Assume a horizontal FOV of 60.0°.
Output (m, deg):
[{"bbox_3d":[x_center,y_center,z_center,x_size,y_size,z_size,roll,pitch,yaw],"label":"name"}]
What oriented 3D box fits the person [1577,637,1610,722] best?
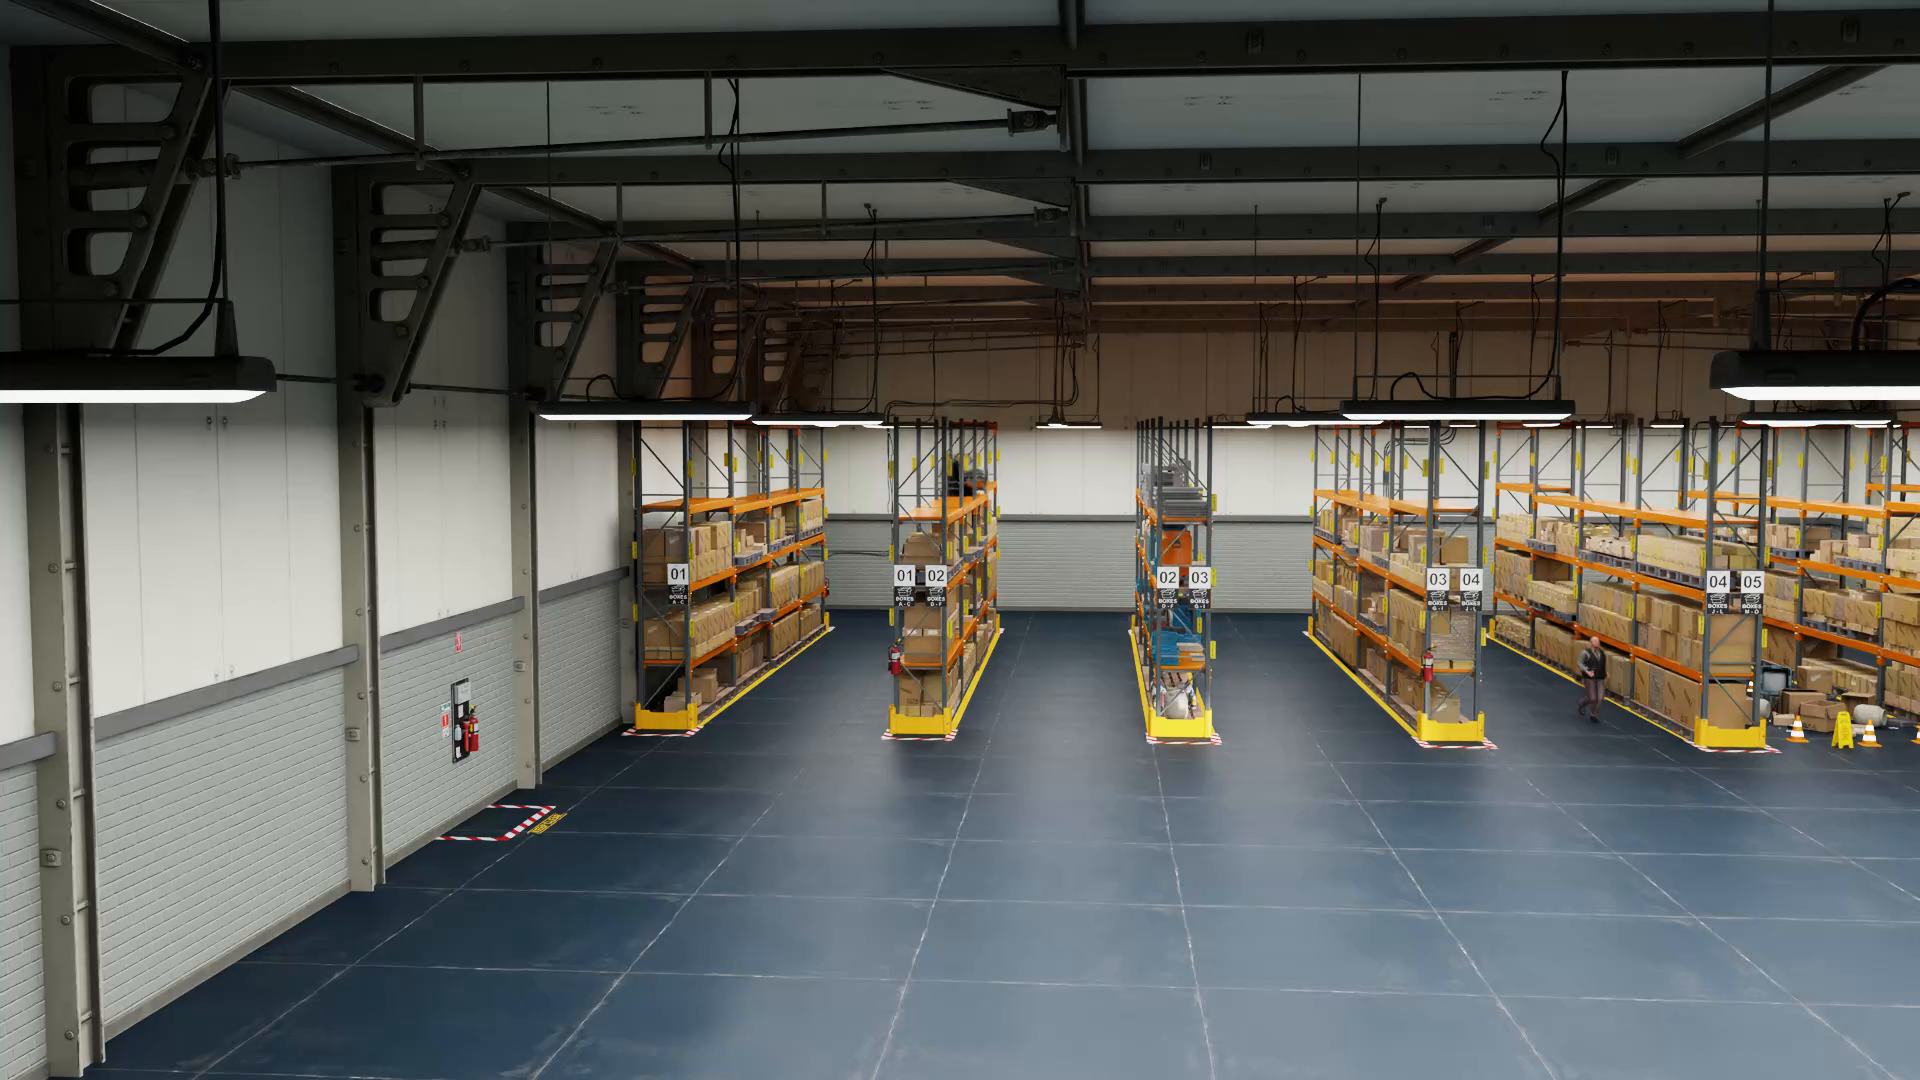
[{"bbox_3d":[12.507,2.739,32.837,0.653,1.674,0.584,-1,4,-10],"label":"person"}]
